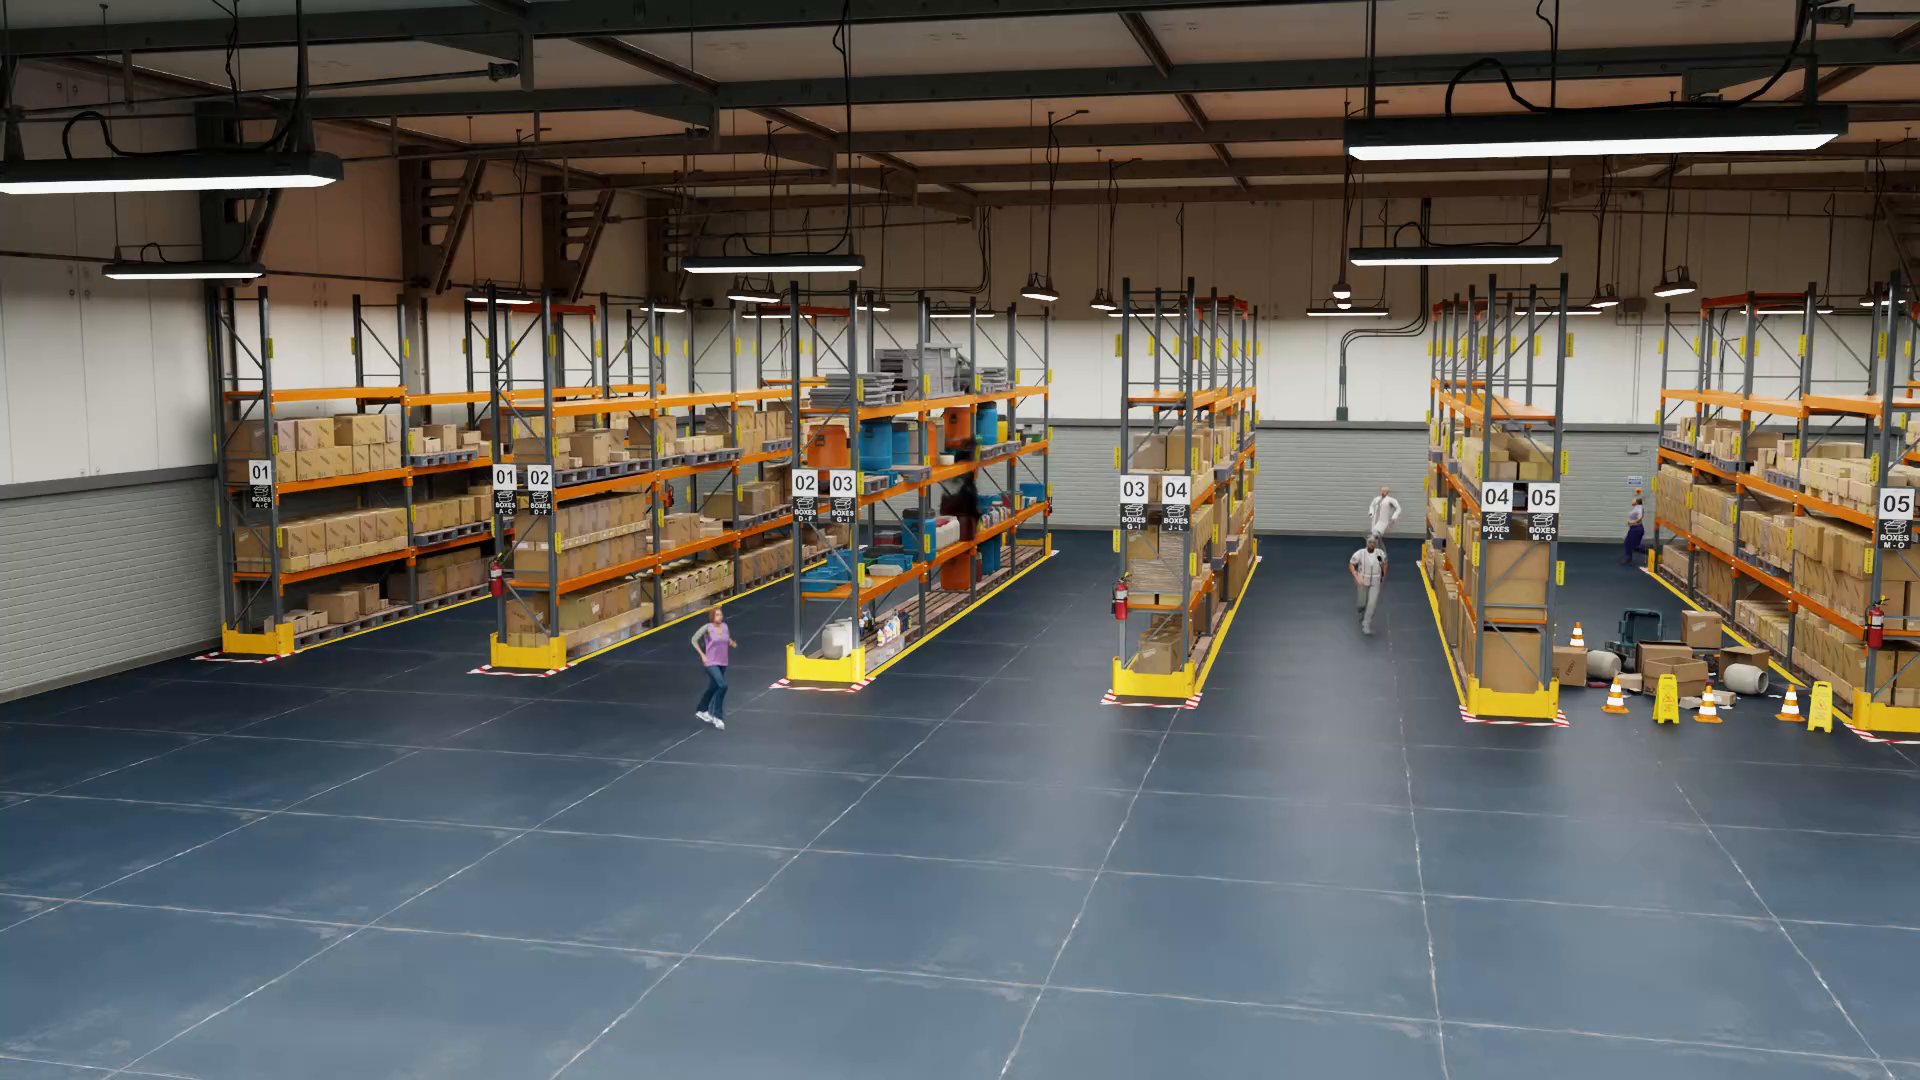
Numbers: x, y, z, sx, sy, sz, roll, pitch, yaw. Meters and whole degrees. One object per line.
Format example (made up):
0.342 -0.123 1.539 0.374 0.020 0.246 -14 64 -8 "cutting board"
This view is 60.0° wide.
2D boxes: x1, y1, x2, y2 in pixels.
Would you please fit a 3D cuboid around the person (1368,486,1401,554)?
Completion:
9.947 -0.366 39.240 0.851 1.807 0.765 -4 8 -33 "person"

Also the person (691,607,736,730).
-3.239 1.692 22.081 0.710 1.648 0.507 5 8 39 "person"

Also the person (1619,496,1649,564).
15.759 -0.212 38.644 0.768 1.621 0.649 2 7 21 "person"

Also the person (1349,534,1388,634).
7.266 0.758 29.576 0.687 1.759 0.765 0 7 3 "person"
